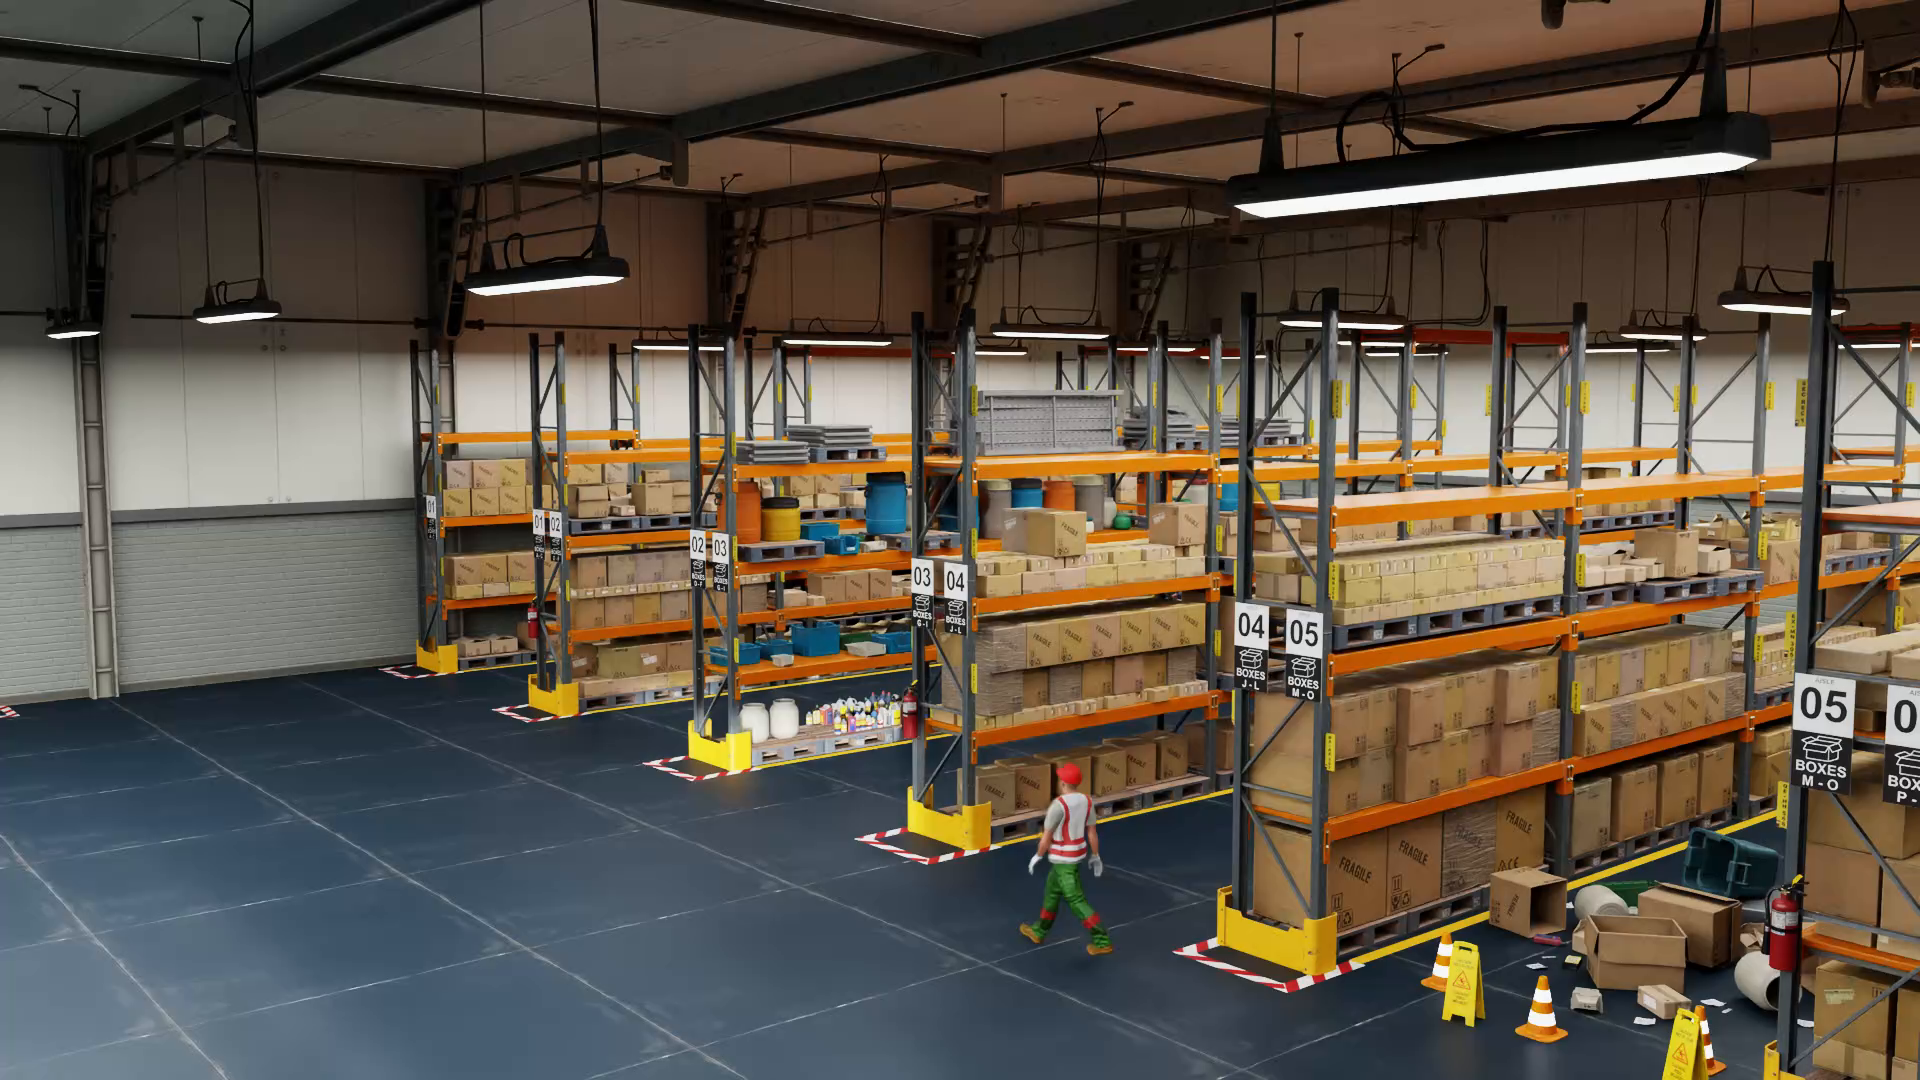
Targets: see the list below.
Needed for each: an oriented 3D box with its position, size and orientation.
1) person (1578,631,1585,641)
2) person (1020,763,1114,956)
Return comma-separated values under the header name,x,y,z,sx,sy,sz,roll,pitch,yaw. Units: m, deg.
name,x,y,z,sx,sy,sz,roll,pitch,yaw
person,8.948,2.104,24.292,0.381,1.641,0.521,5,7,41
person,0.942,2.896,15.127,1.062,1.752,0.497,3,6,27
